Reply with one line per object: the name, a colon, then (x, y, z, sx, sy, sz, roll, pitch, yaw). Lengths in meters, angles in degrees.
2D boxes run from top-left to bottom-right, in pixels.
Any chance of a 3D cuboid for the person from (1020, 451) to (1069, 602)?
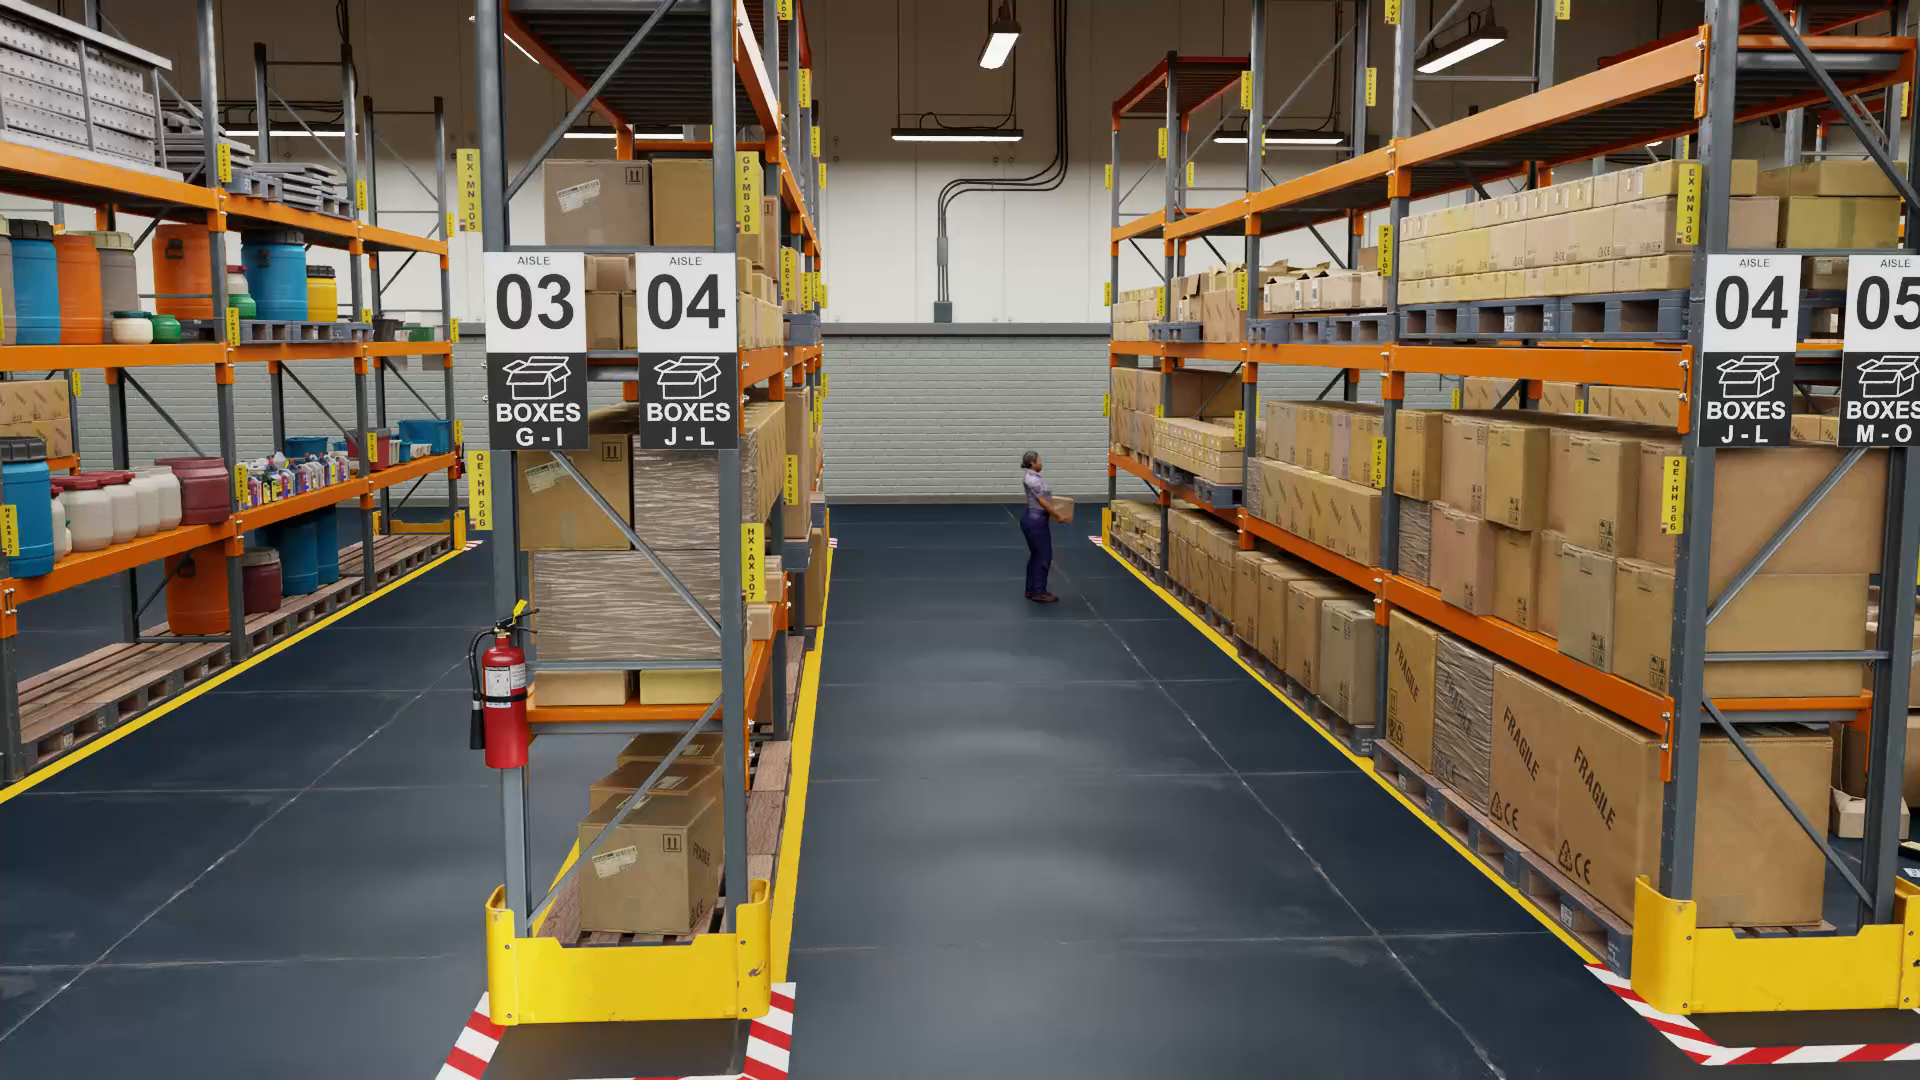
person: (0.919, -0.161, 18.183, 0.524, 1.636, 0.453, 0, 7, -3)
